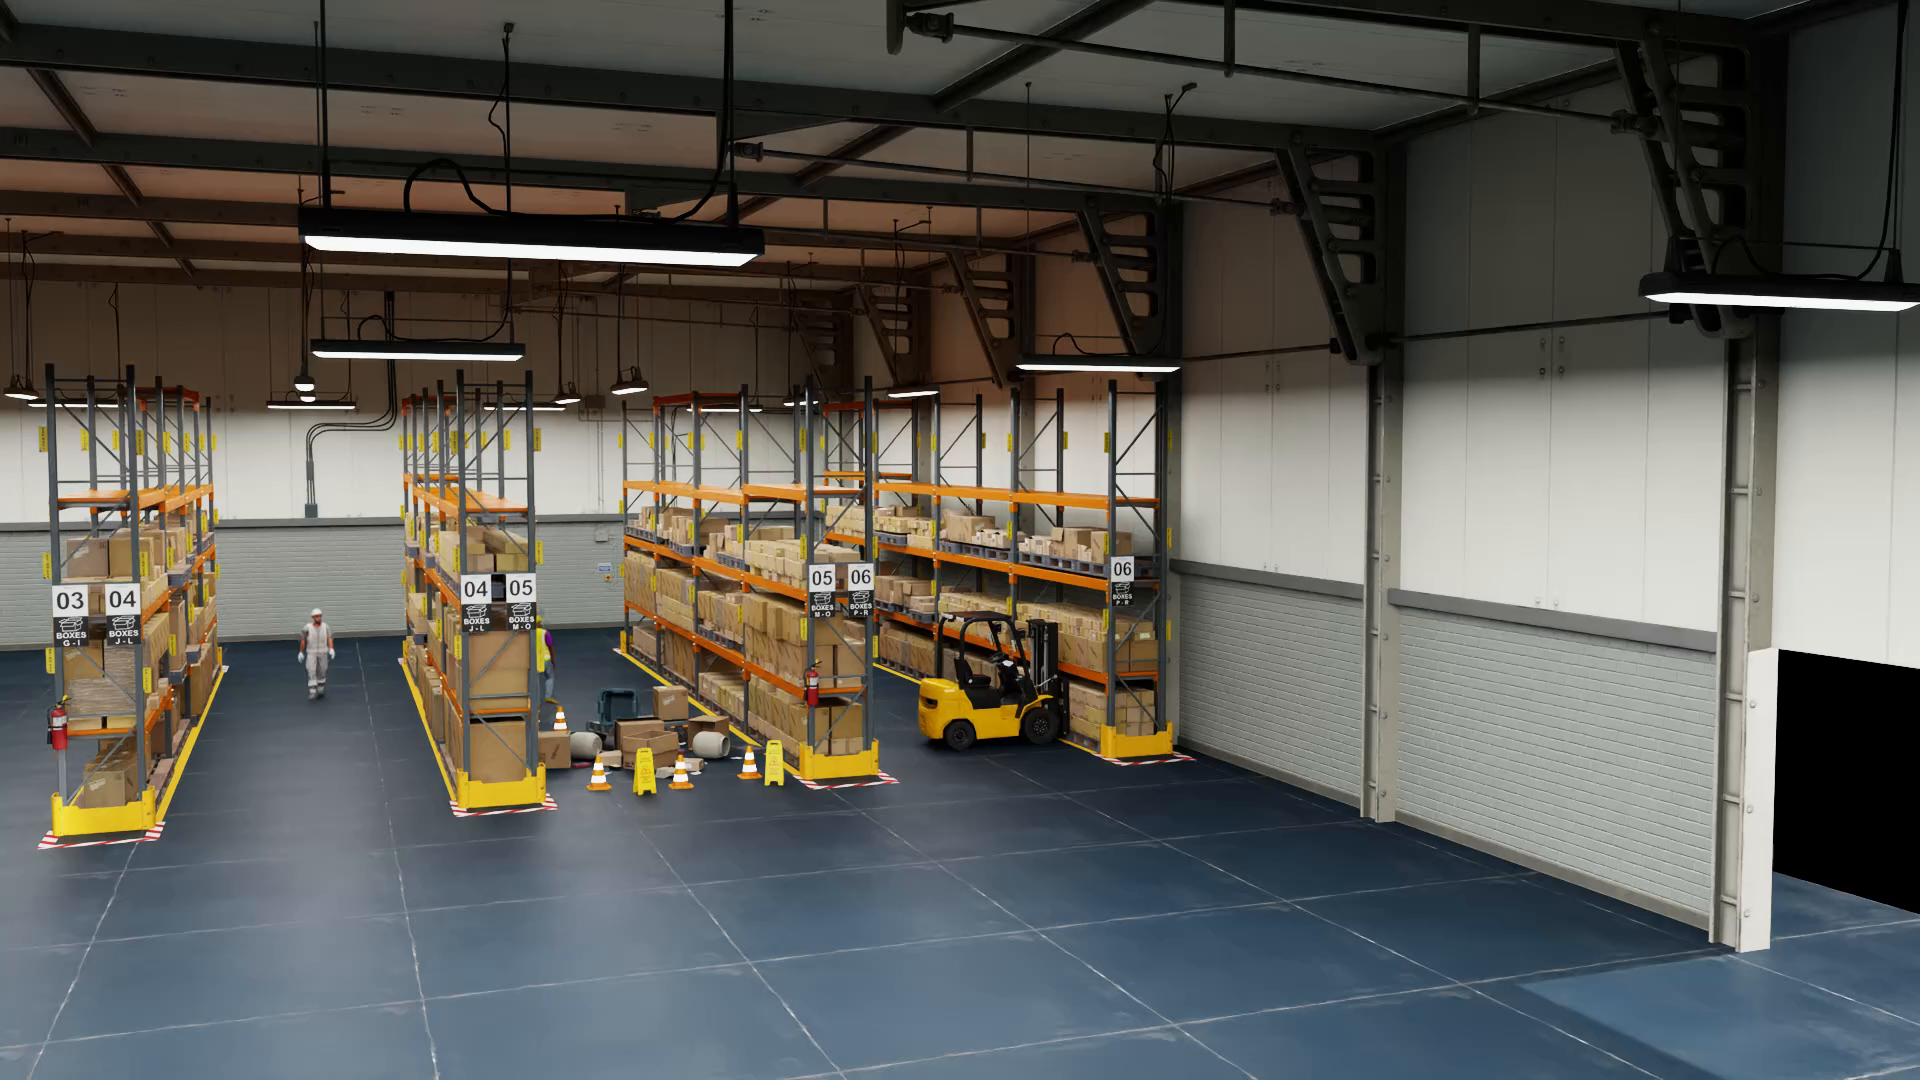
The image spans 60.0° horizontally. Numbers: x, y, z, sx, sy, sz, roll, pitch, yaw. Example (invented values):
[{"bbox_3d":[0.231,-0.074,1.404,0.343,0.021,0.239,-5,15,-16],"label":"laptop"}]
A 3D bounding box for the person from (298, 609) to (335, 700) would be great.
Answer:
[{"bbox_3d":[-12.558,2.207,32.444,0.655,1.721,1.050,-2,4,-26],"label":"person"}]

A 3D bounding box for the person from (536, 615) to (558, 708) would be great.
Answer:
[{"bbox_3d":[-7.912,2.274,31.320,0.663,1.741,0.462,-1,3,-10],"label":"person"}]
